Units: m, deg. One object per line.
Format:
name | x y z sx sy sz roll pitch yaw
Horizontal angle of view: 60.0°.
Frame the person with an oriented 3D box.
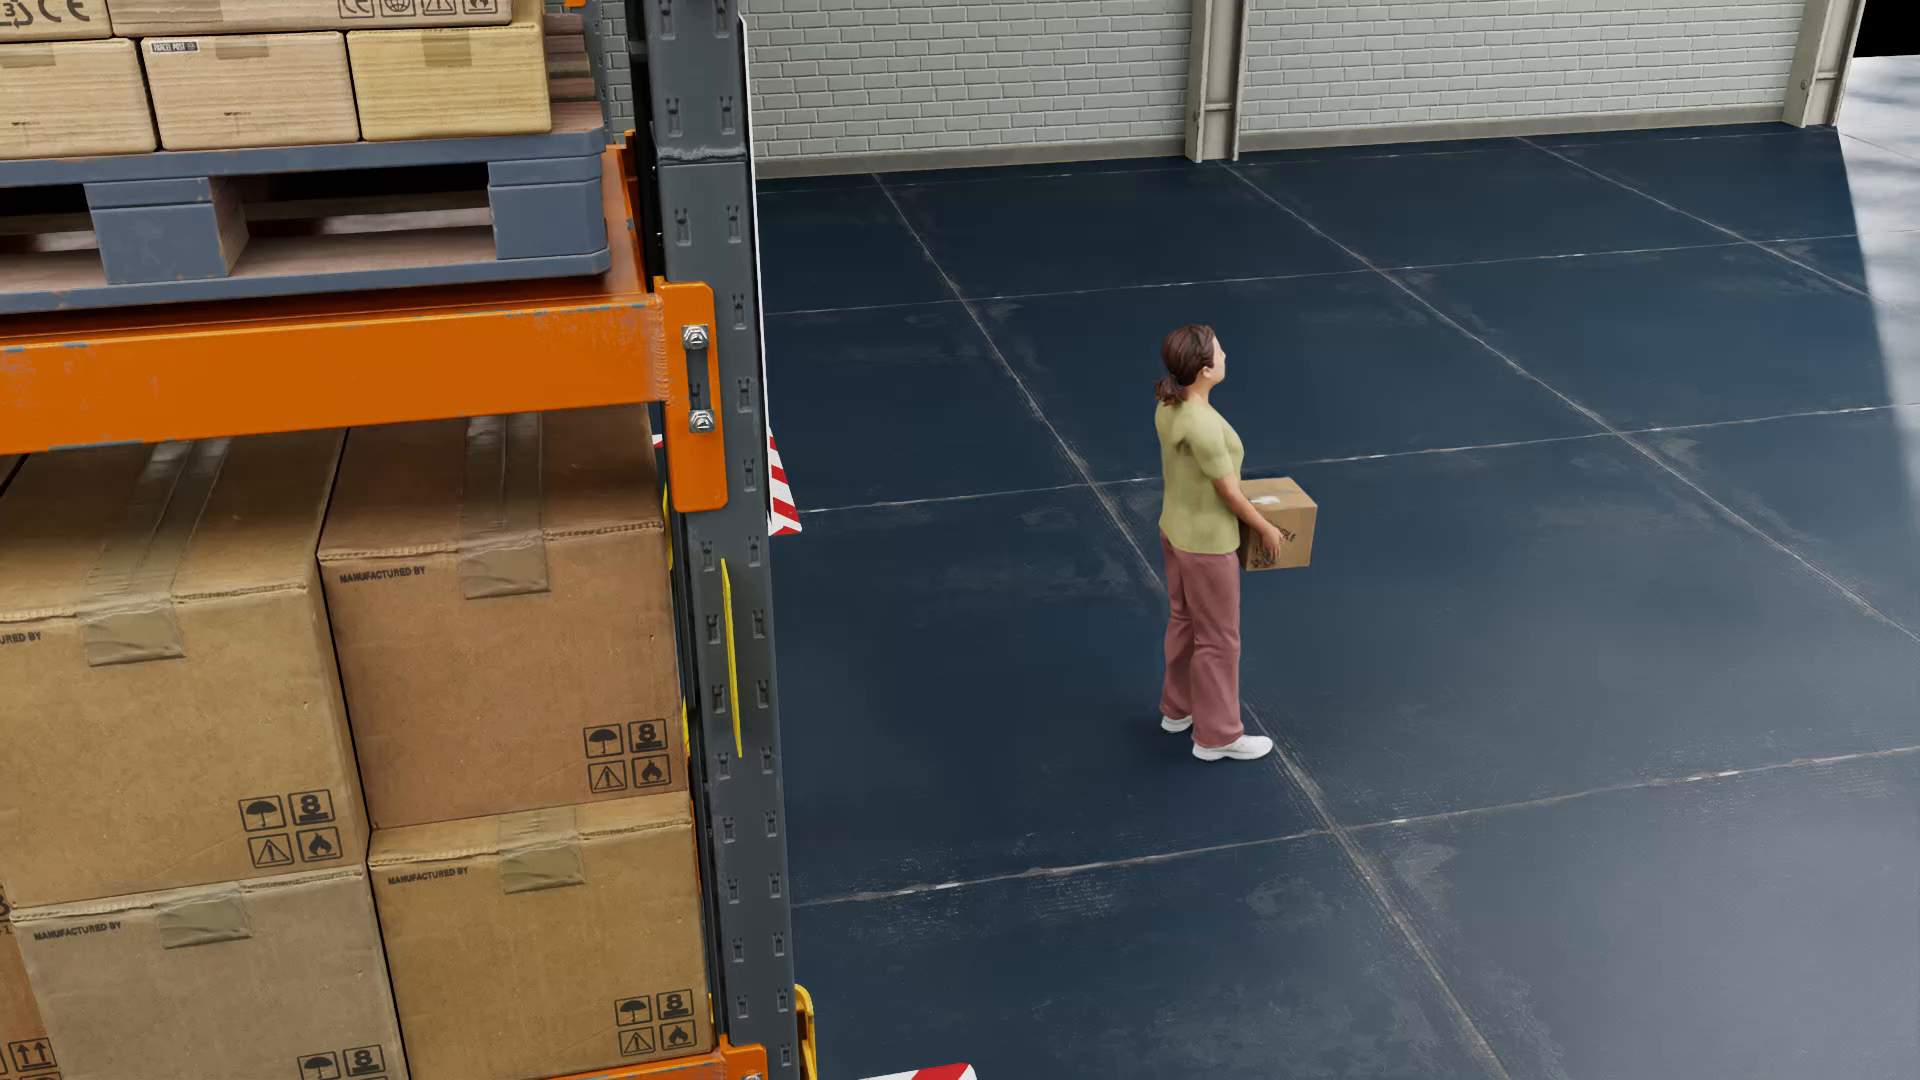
person | 0.909 0.002 6.111 0.489 1.677 0.477 -7 28 -13
